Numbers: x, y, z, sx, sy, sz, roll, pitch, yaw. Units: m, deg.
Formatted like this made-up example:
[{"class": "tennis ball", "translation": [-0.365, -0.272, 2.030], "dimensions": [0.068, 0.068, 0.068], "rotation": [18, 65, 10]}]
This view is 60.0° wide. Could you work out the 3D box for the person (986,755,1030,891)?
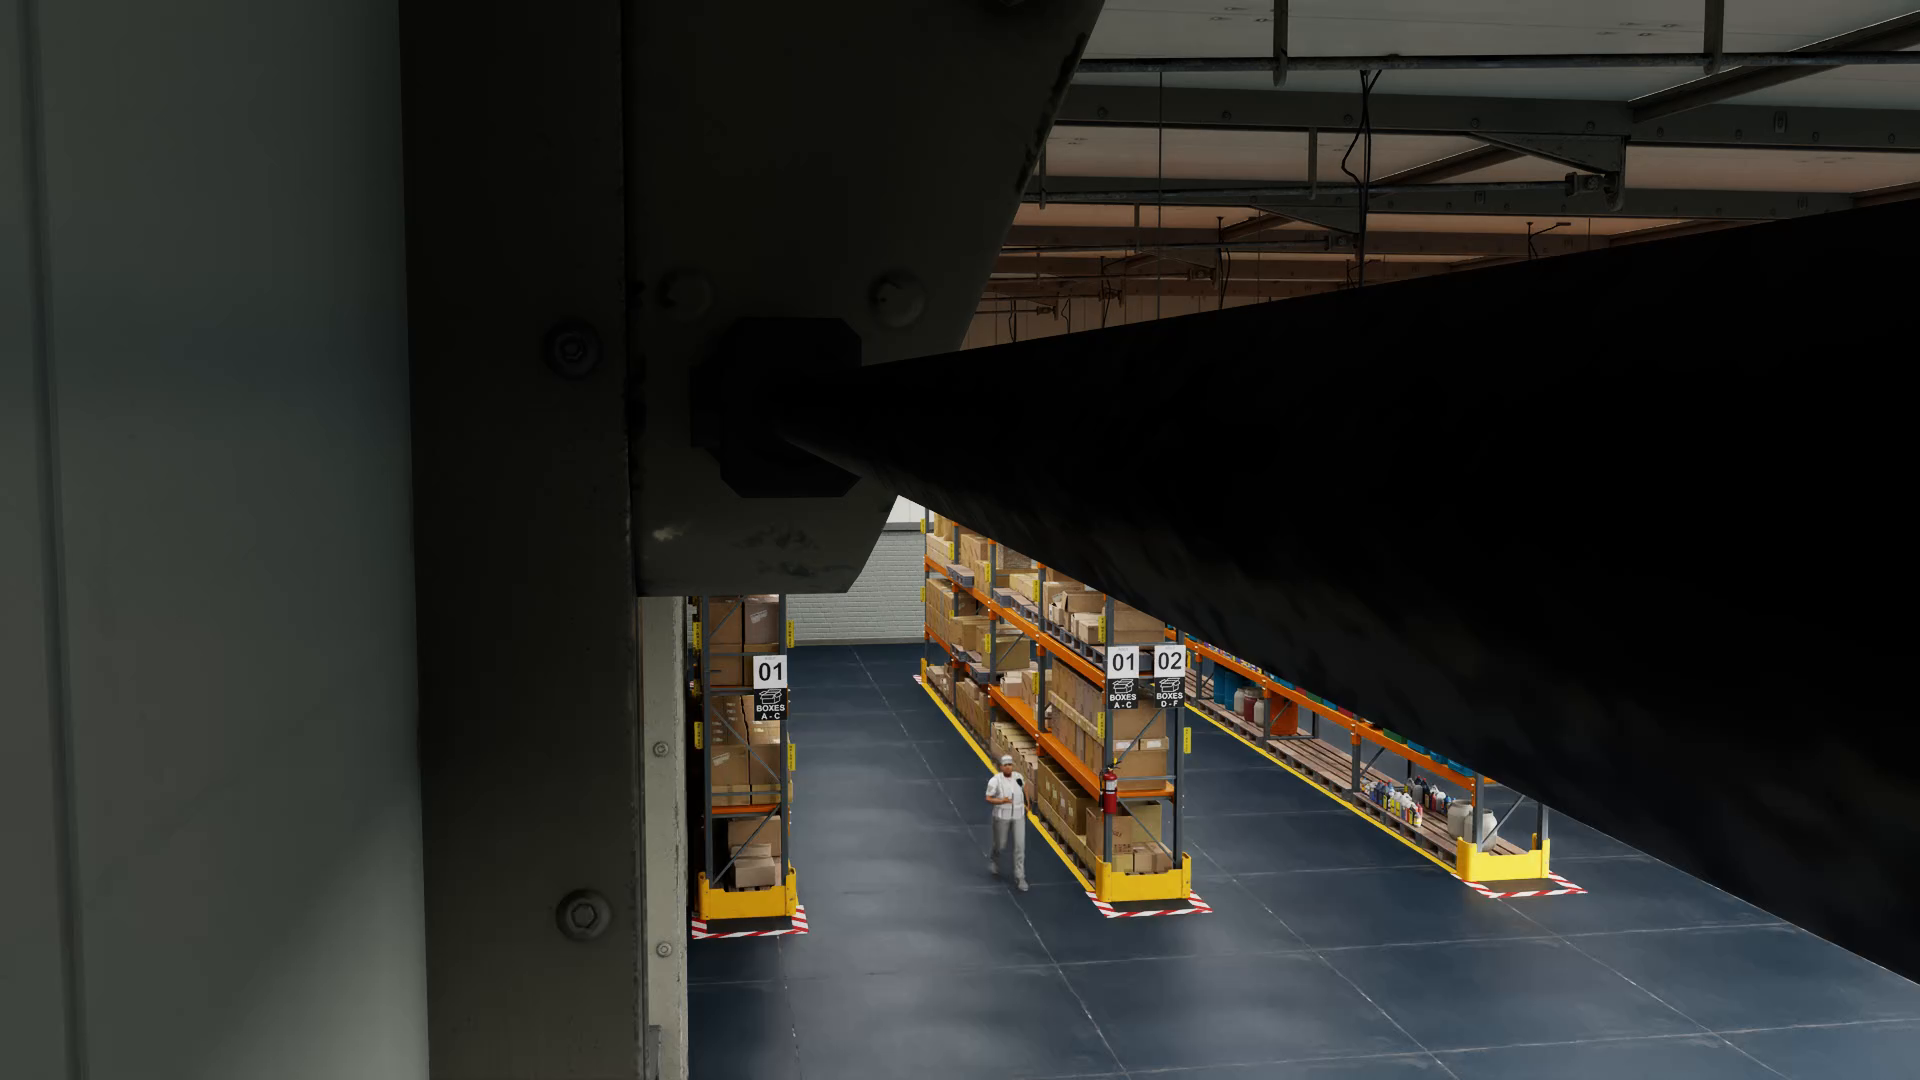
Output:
[{"class": "person", "translation": [0.639, 3.607, 21.515], "dimensions": [0.611, 1.644, 0.992], "rotation": [-1, 5, -11]}]
